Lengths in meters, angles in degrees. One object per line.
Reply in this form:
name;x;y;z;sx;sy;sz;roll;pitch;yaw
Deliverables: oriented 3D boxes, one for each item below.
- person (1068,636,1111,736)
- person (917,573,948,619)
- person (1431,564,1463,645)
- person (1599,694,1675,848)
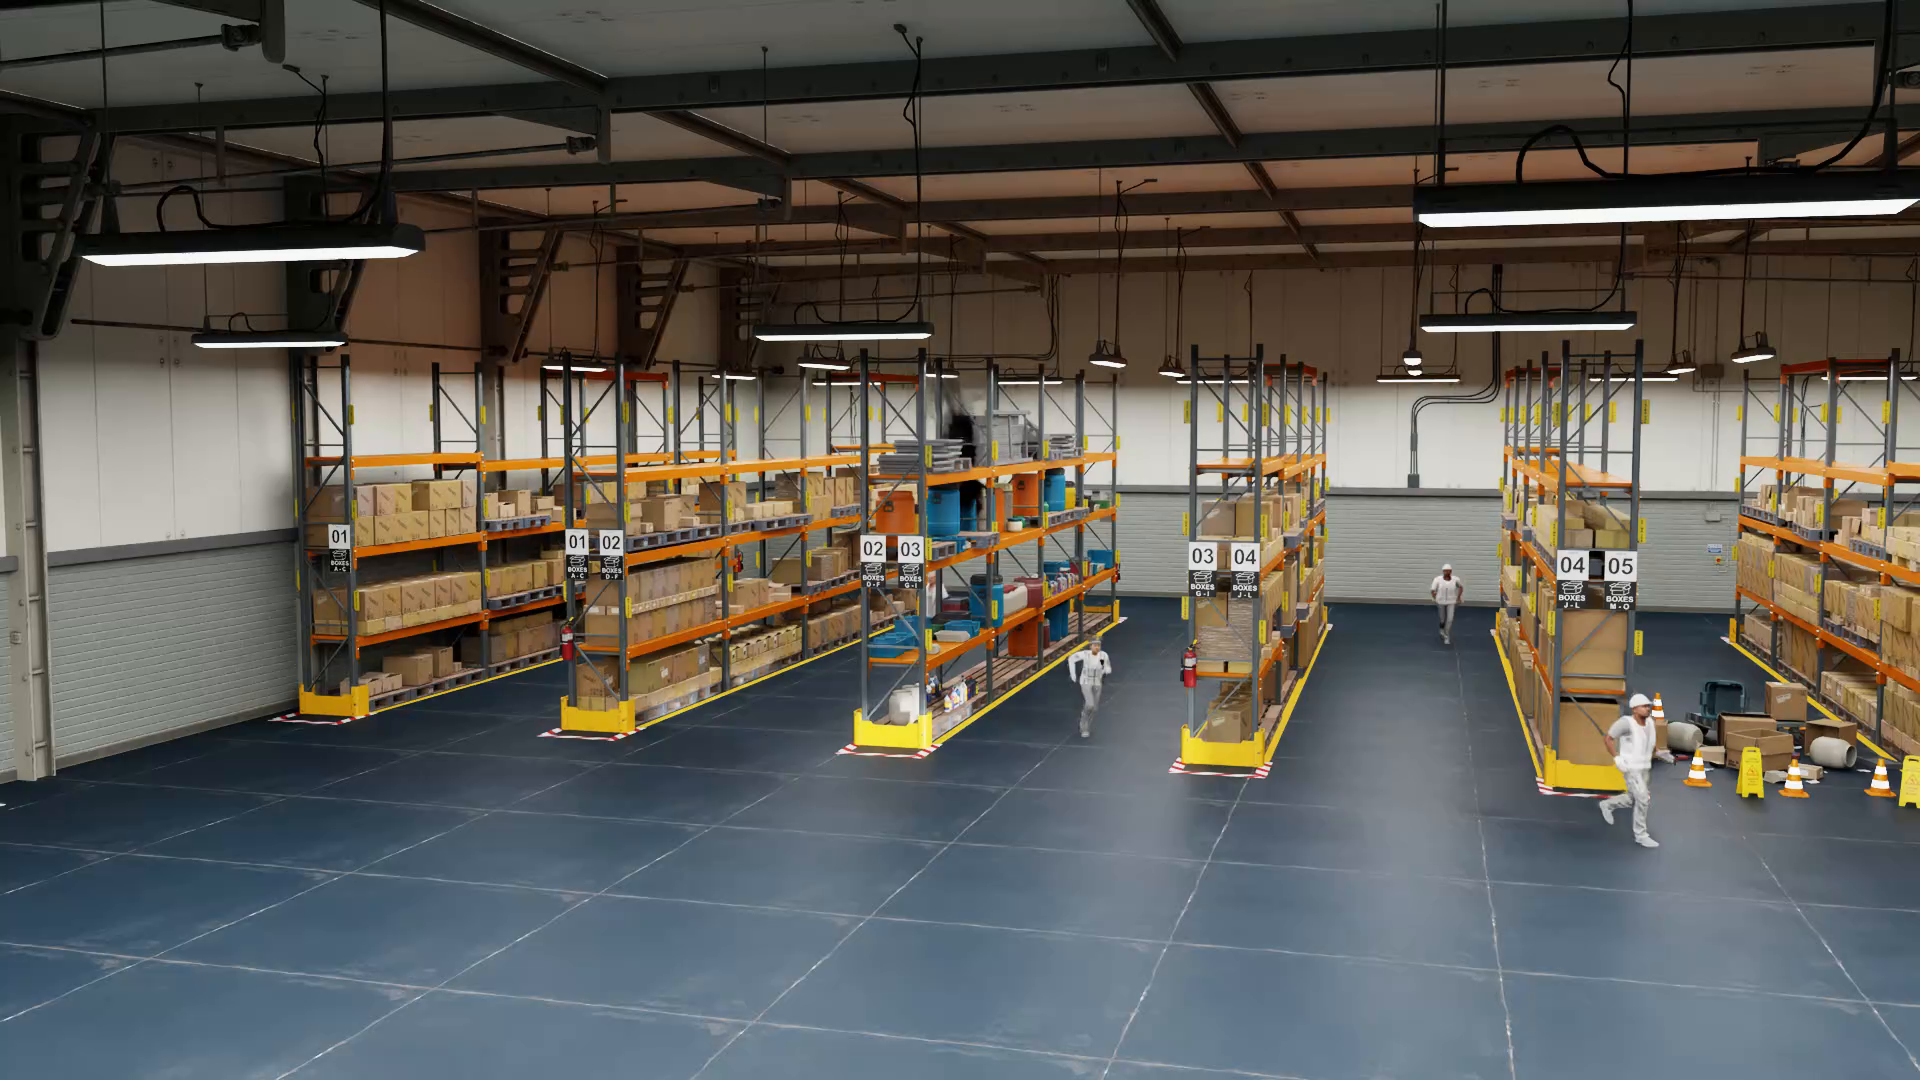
person;2.031;2.265;25.730;0.600;1.606;0.750;-1;4;-17
person;-0.566;1.549;34.097;0.716;1.783;0.962;1;4;14
person;10.705;1.387;36.587;0.686;1.745;0.900;1;4;15
person;7.862;2.664;19.559;0.661;1.757;0.891;-3;5;-31
